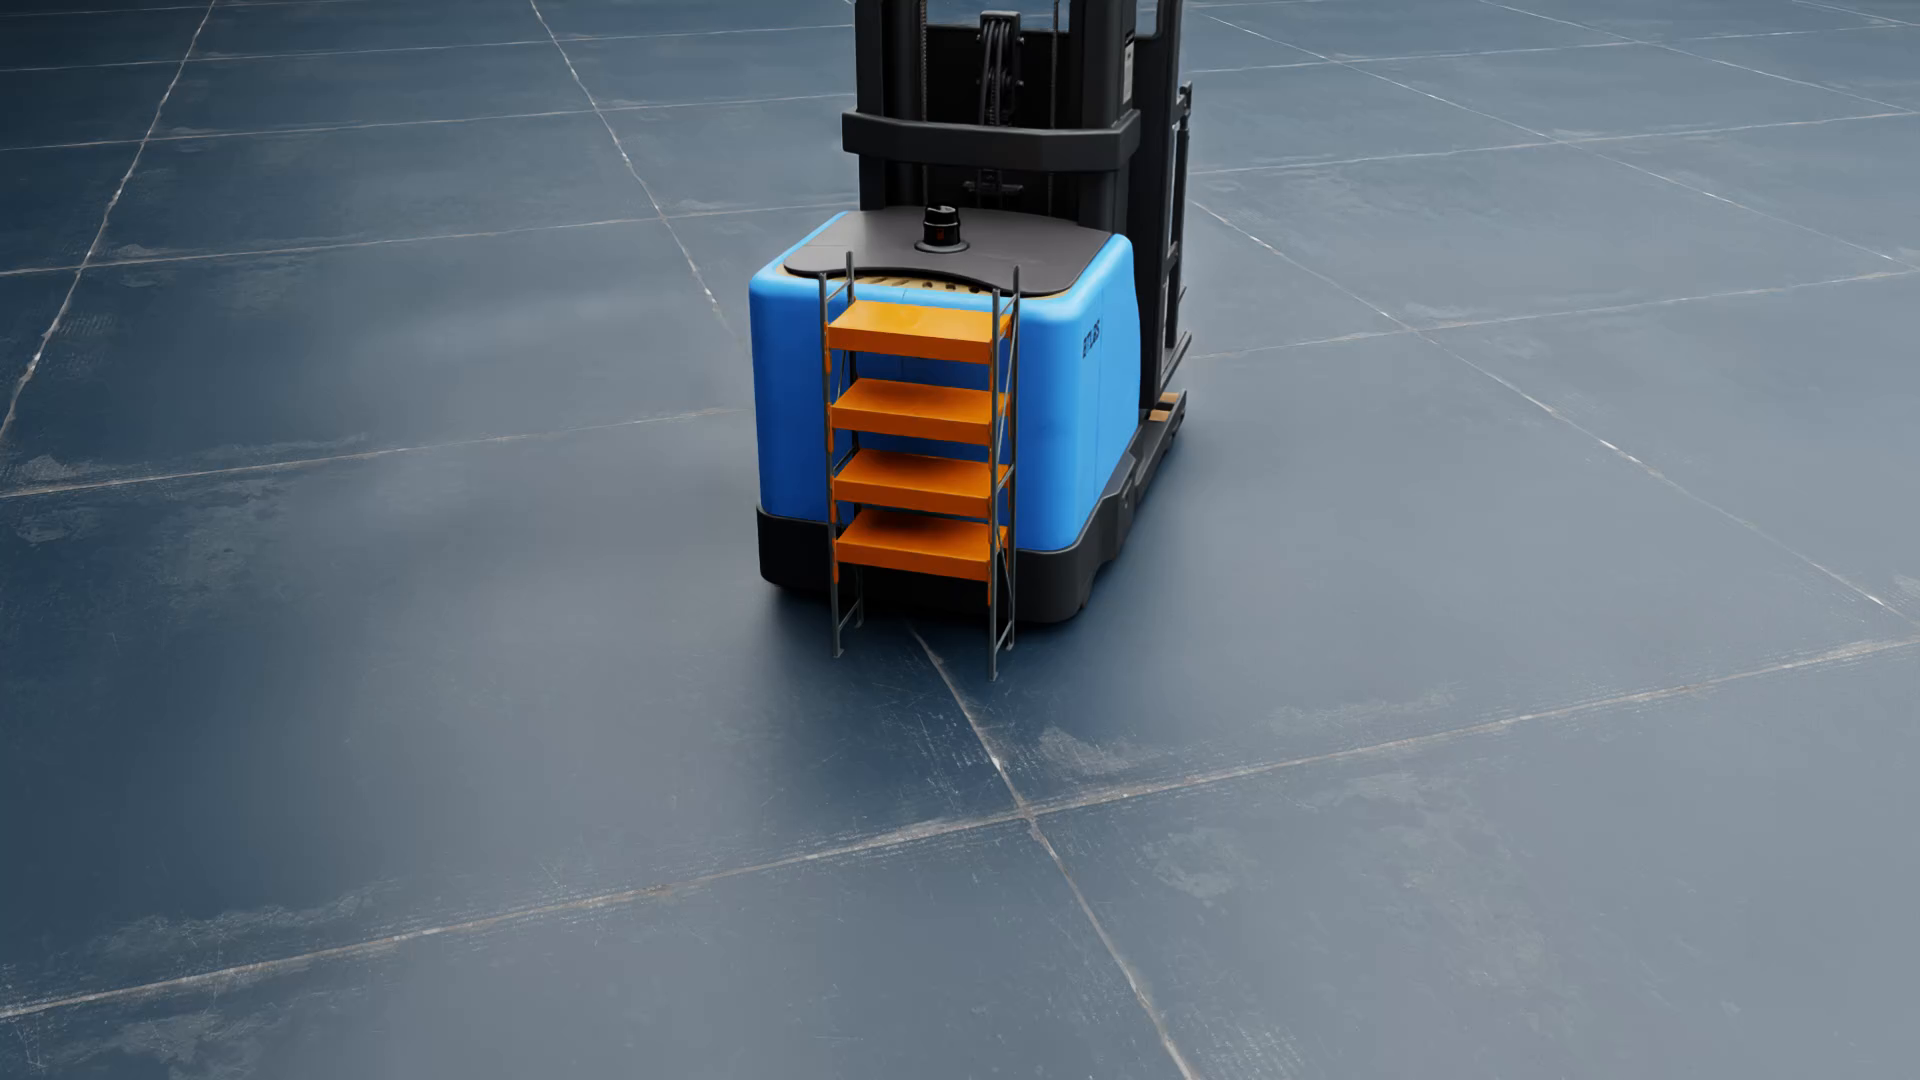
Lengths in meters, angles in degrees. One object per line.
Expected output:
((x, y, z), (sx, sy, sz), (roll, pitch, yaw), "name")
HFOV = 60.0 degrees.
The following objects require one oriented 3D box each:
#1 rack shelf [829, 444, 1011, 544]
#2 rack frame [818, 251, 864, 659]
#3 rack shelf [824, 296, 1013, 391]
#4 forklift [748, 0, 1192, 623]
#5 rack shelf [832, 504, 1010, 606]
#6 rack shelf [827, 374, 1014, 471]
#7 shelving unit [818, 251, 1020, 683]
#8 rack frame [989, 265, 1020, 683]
((-0.108, -0.138, 4.830), (0.480, 0.148, 0.258), (7, 27, 15), "rack shelf")
((-0.342, -0.229, 4.861), (0.015, 1.200, 0.240), (7, 27, 15), "rack frame")
((-0.108, -0.550, 4.625), (0.480, 0.148, 0.258), (7, 27, 15), "rack shelf")
((0.268, -1.694, 5.865), (1.130, 2.935, 3.031), (8, 27, 15), "forklift")
((-0.108, 0.040, 4.918), (0.480, 0.148, 0.258), (7, 27, 15), "rack shelf")
((-0.108, -0.338, 4.730), (0.480, 0.148, 0.258), (7, 27, 15), "rack shelf")
((-0.108, -0.198, 4.800), (0.503, 1.200, 0.258), (7, 27, 15), "shelving unit")
((0.126, -0.168, 4.738), (0.015, 1.200, 0.240), (7, 27, 15), "rack frame")
